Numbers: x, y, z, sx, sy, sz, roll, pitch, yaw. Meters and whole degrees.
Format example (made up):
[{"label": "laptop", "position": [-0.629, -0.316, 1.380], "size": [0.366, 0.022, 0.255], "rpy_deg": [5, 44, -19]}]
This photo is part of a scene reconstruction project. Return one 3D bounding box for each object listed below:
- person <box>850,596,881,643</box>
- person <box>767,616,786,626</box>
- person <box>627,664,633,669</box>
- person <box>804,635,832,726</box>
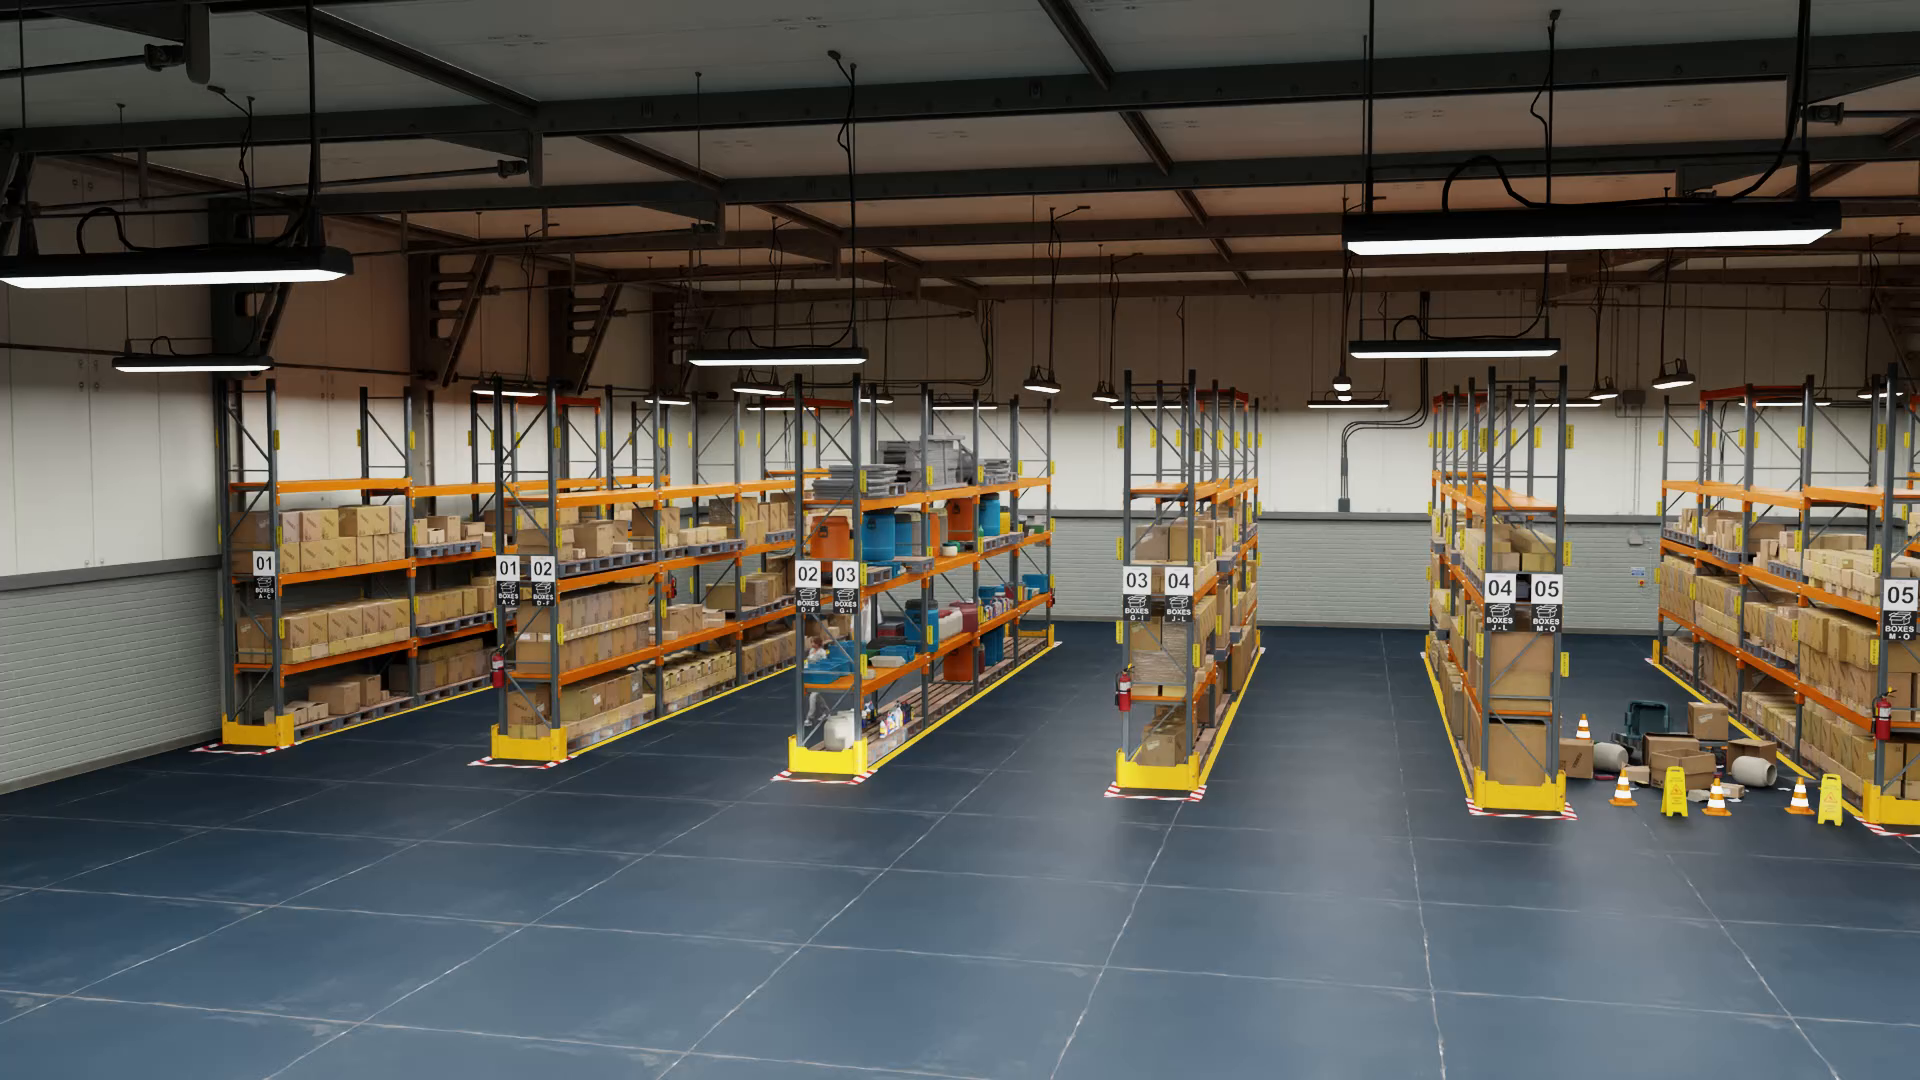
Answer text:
[{"label": "person", "position": [-2.011, 1.829, 35.039], "size": [0.583, 1.602, 1.150], "rpy_deg": [1, 4, 17]}, {"label": "person", "position": [-4.727, 1.633, 42.188], "size": [0.563, 1.703, 0.640], "rpy_deg": [-2, 4, -33]}, {"label": "person", "position": [-6.890, 2.090, 33.706], "size": [0.626, 1.769, 0.571], "rpy_deg": [2, 4, 24]}, {"label": "person", "position": [-2.553, 2.457, 29.290], "size": [0.802, 1.564, 0.422], "rpy_deg": [-3, 4, -38]}]
